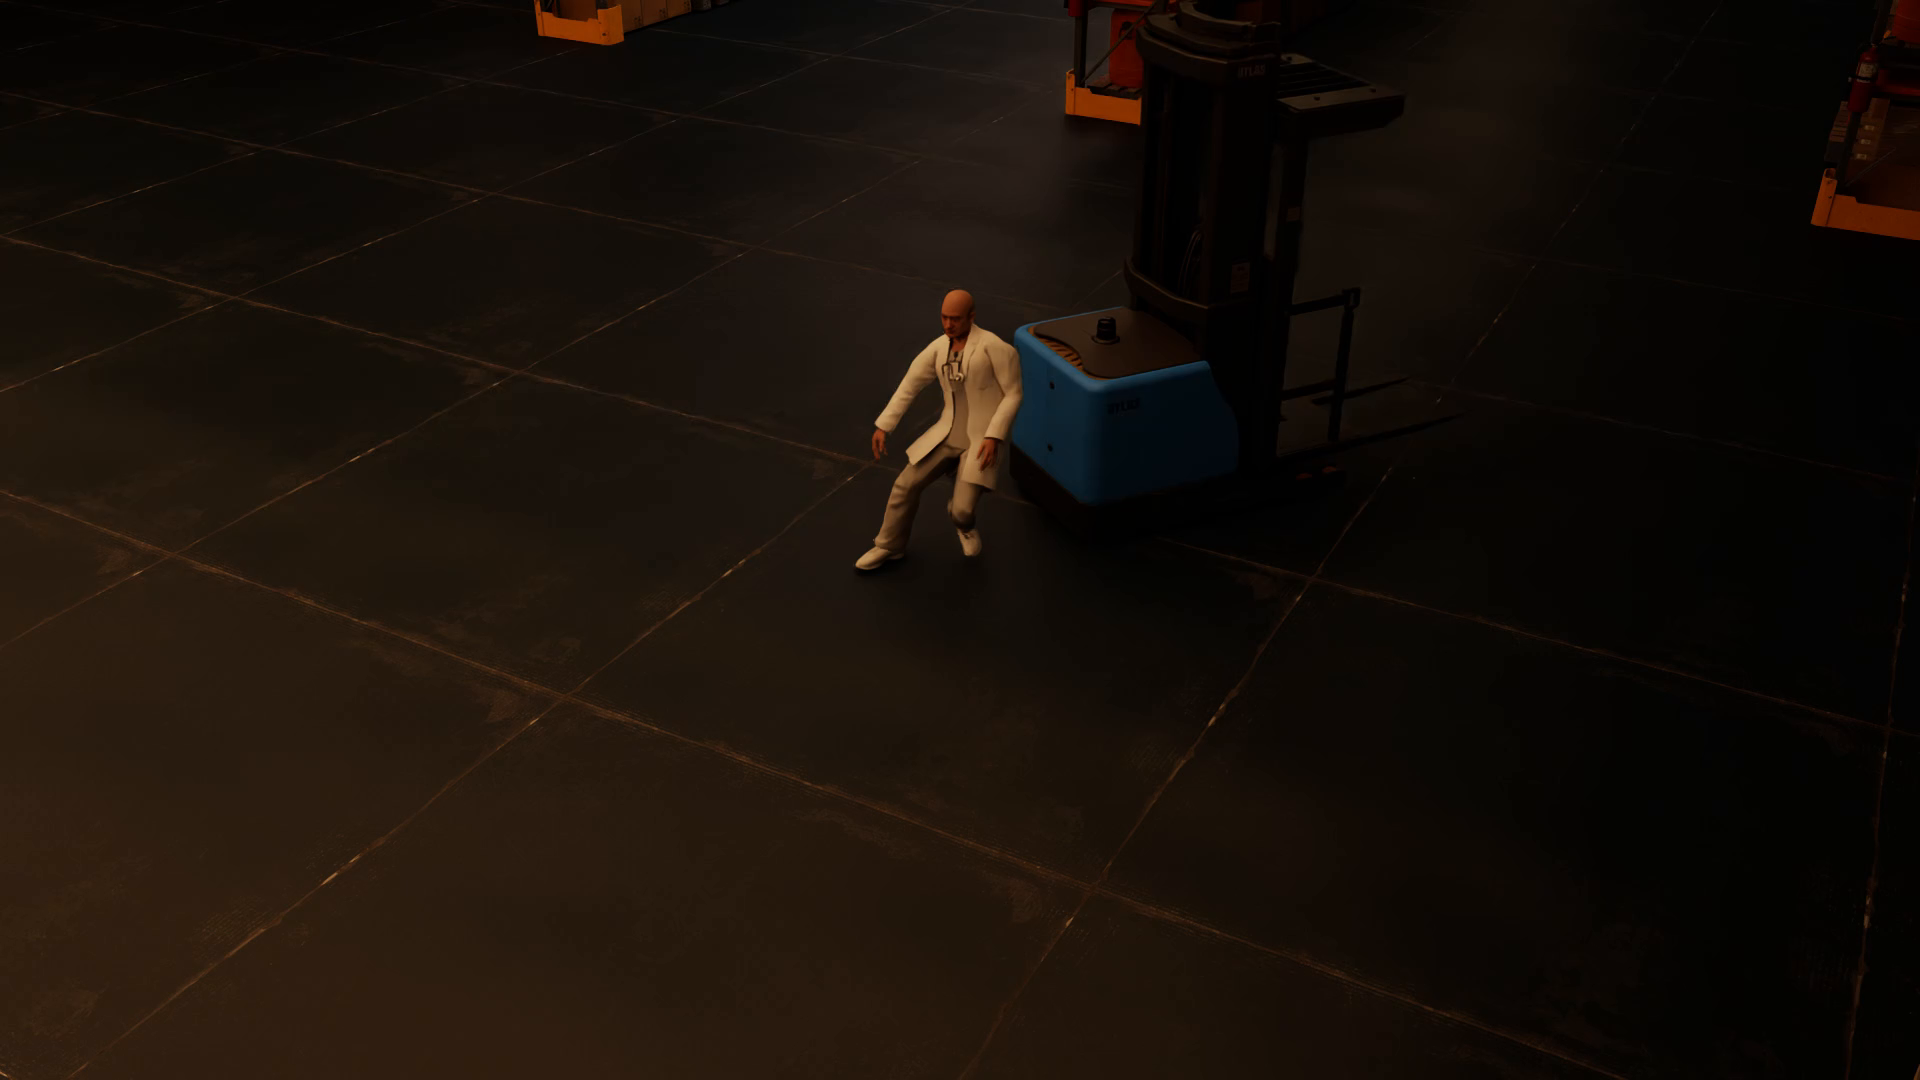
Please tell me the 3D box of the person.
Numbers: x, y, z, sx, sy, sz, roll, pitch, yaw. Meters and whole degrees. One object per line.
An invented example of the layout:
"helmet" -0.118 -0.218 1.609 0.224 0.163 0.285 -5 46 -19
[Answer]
"person" -0.113 -0.549 9.295 0.790 1.661 0.708 21 36 31

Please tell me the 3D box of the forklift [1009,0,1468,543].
"forklift" 1.870 -1.749 10.101 3.031 2.935 1.130 -14 33 -22
